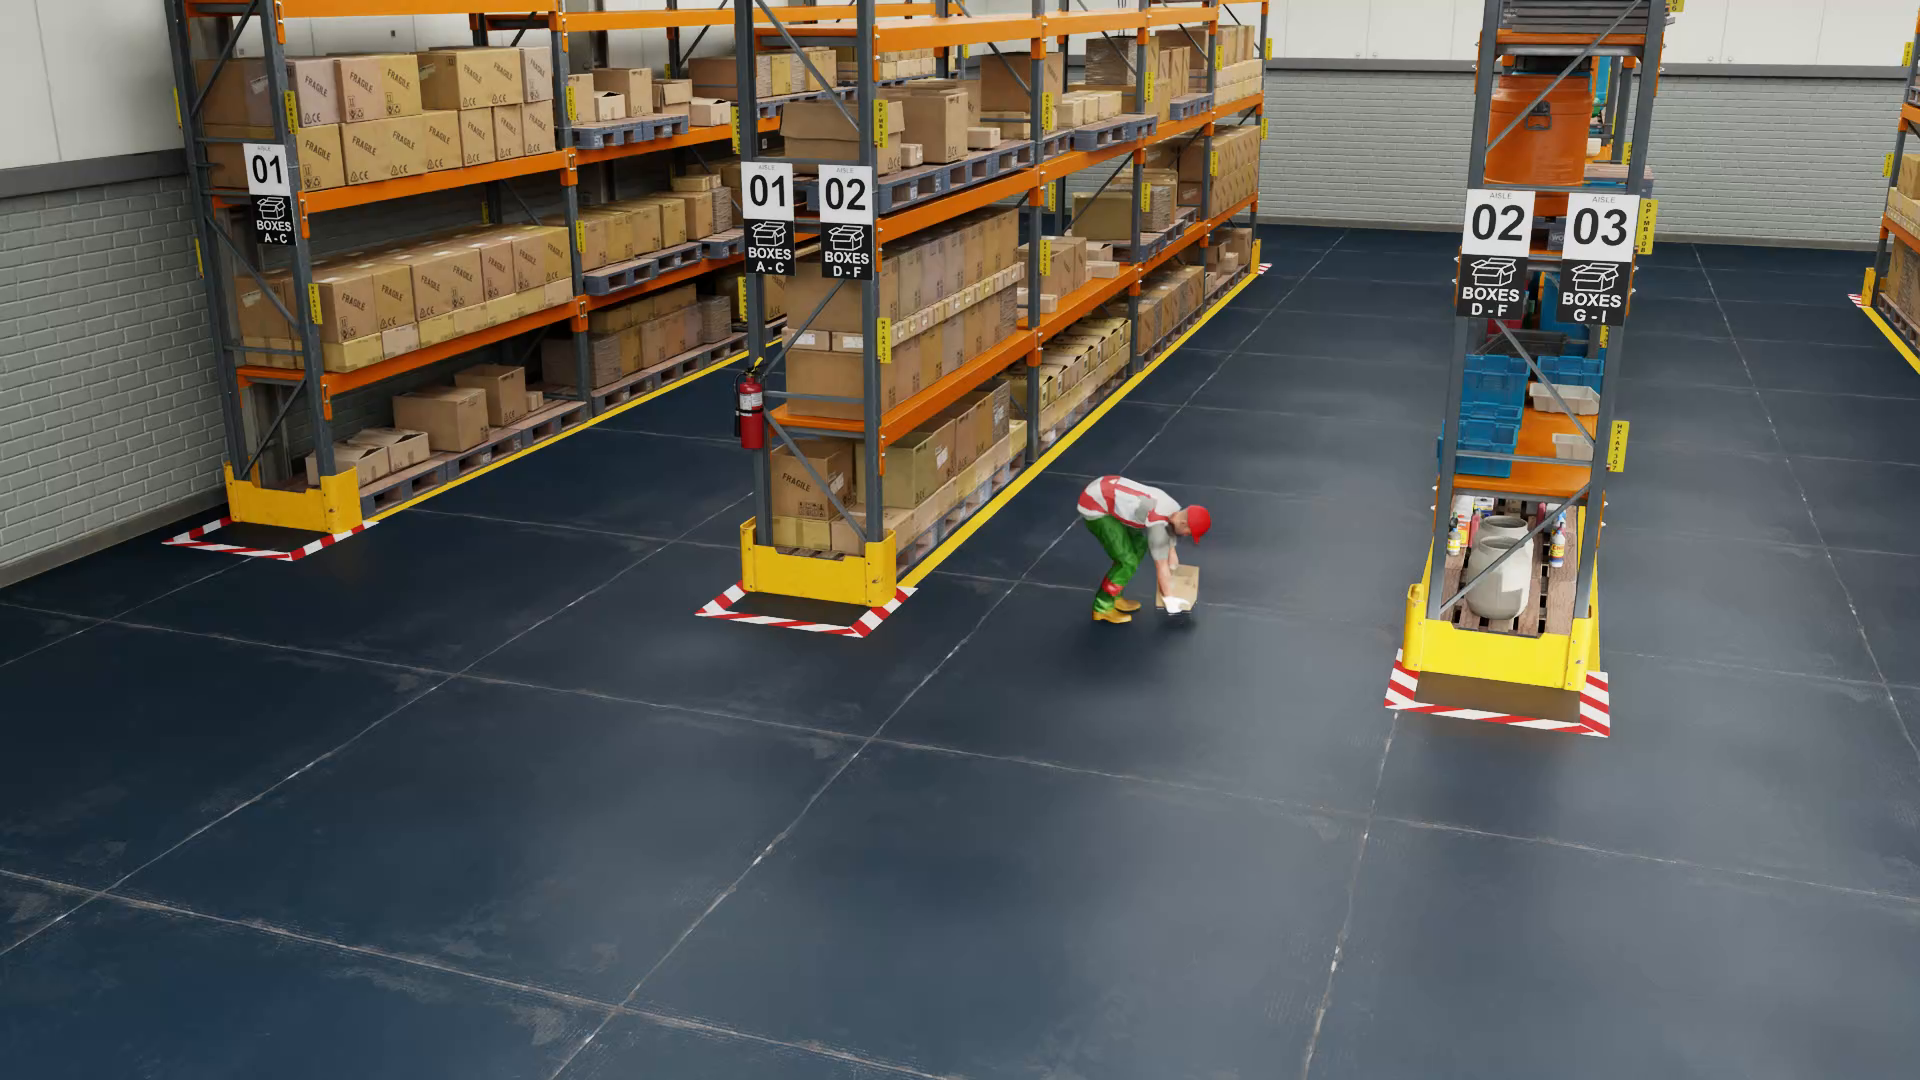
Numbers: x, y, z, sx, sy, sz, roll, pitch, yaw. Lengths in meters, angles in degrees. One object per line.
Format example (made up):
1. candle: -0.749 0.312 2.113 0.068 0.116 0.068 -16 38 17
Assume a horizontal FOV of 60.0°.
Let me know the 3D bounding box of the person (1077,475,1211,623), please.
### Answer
1. person: 1.321 0.070 11.993 0.957 1.036 0.522 5 19 16
